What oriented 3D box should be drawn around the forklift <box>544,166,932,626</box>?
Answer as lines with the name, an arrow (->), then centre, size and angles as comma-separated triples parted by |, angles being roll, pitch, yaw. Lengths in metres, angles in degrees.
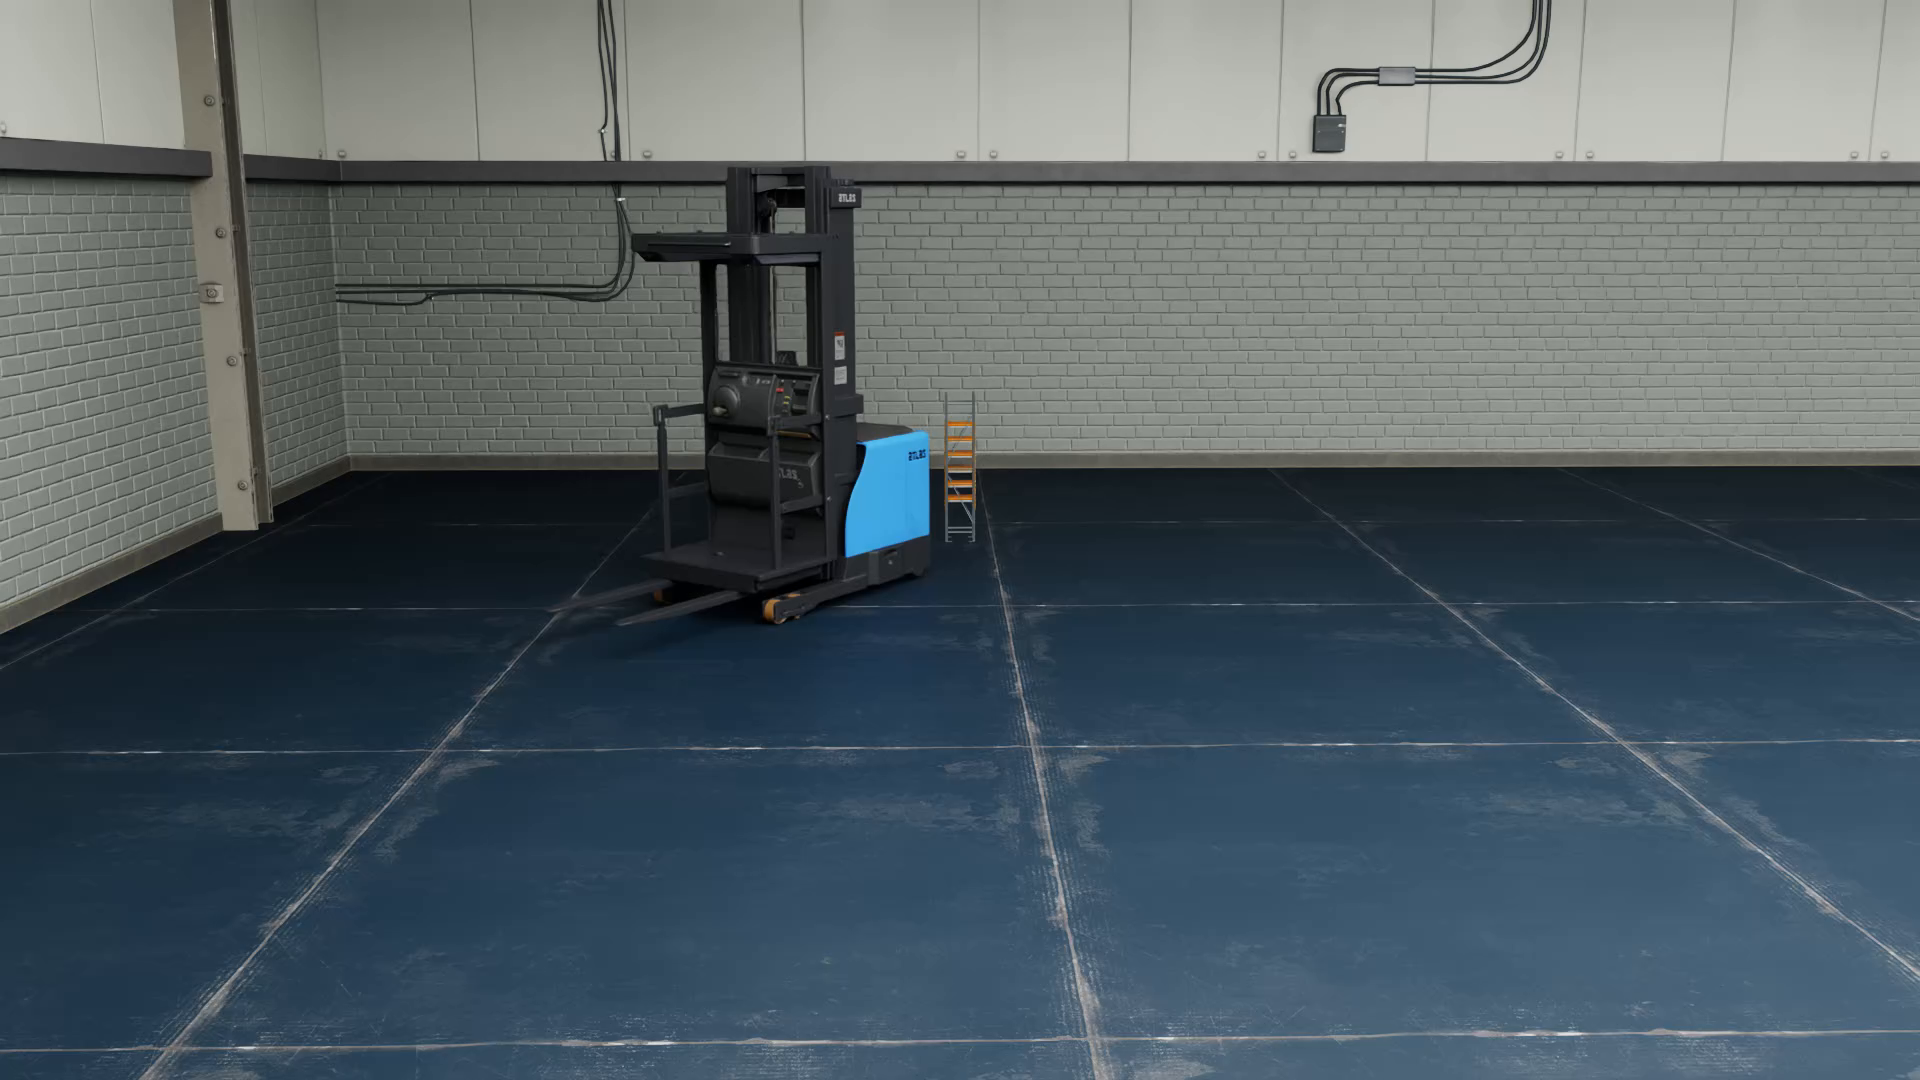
forklift -> -1.453, -0.994, 11.089 | 1.130, 2.935, 3.031 | 8, 14, 34

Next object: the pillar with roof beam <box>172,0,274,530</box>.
pillar with roof beam -> -1.767, -4.549, 13.351 | 9.100, 9.000, 0.400 | 0, 11, -1

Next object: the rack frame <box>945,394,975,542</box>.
rack frame -> 0.002, -0.573, 13.364 | 0.240, 1.200, 0.006 | 0, 11, -1

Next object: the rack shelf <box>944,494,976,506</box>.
rack shelf -> 0.000, -0.312, 13.511 | 0.258, 0.103, 0.180 | 0, 11, -1

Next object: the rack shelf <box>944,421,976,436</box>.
rack shelf -> 0.000, -0.900, 13.391 | 0.258, 0.103, 0.180 | 0, 11, -1

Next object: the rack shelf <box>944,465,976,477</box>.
rack shelf -> 0.000, -0.547, 13.463 | 0.258, 0.103, 0.180 | 0, 11, -1

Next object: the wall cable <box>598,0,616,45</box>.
wall cable -> -2.105, -6.087, 16.038 | 3.097, 2.526, 0.112 | 0, 11, -1

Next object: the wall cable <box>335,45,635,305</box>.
wall cable -> -4.810, -3.601, 16.486 | 3.097, 2.526, 0.112 | 0, 11, -1

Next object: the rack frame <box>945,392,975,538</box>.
rack frame -> -0.002, -0.609, 13.544 | 0.240, 1.200, 0.006 | 0, 11, -1

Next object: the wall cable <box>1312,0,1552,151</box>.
wall cable -> 4.682, -6.825, 16.015 | 2.305, 6.003, 0.169 | 0, 11, -1

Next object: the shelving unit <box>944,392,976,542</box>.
shelving unit -> 0.000, -0.591, 13.454 | 0.258, 1.200, 0.189 | 0, 11, -1

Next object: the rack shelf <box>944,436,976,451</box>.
rack shelf -> 0.000, -0.783, 13.415 | 0.258, 0.103, 0.180 | 0, 11, -1

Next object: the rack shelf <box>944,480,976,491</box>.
rack shelf -> 0.000, -0.430, 13.487 | 0.258, 0.103, 0.180 | 0, 11, -1

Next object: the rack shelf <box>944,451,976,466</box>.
rack shelf -> 0.000, -0.665, 13.439 | 0.258, 0.103, 0.180 | 0, 11, -1
